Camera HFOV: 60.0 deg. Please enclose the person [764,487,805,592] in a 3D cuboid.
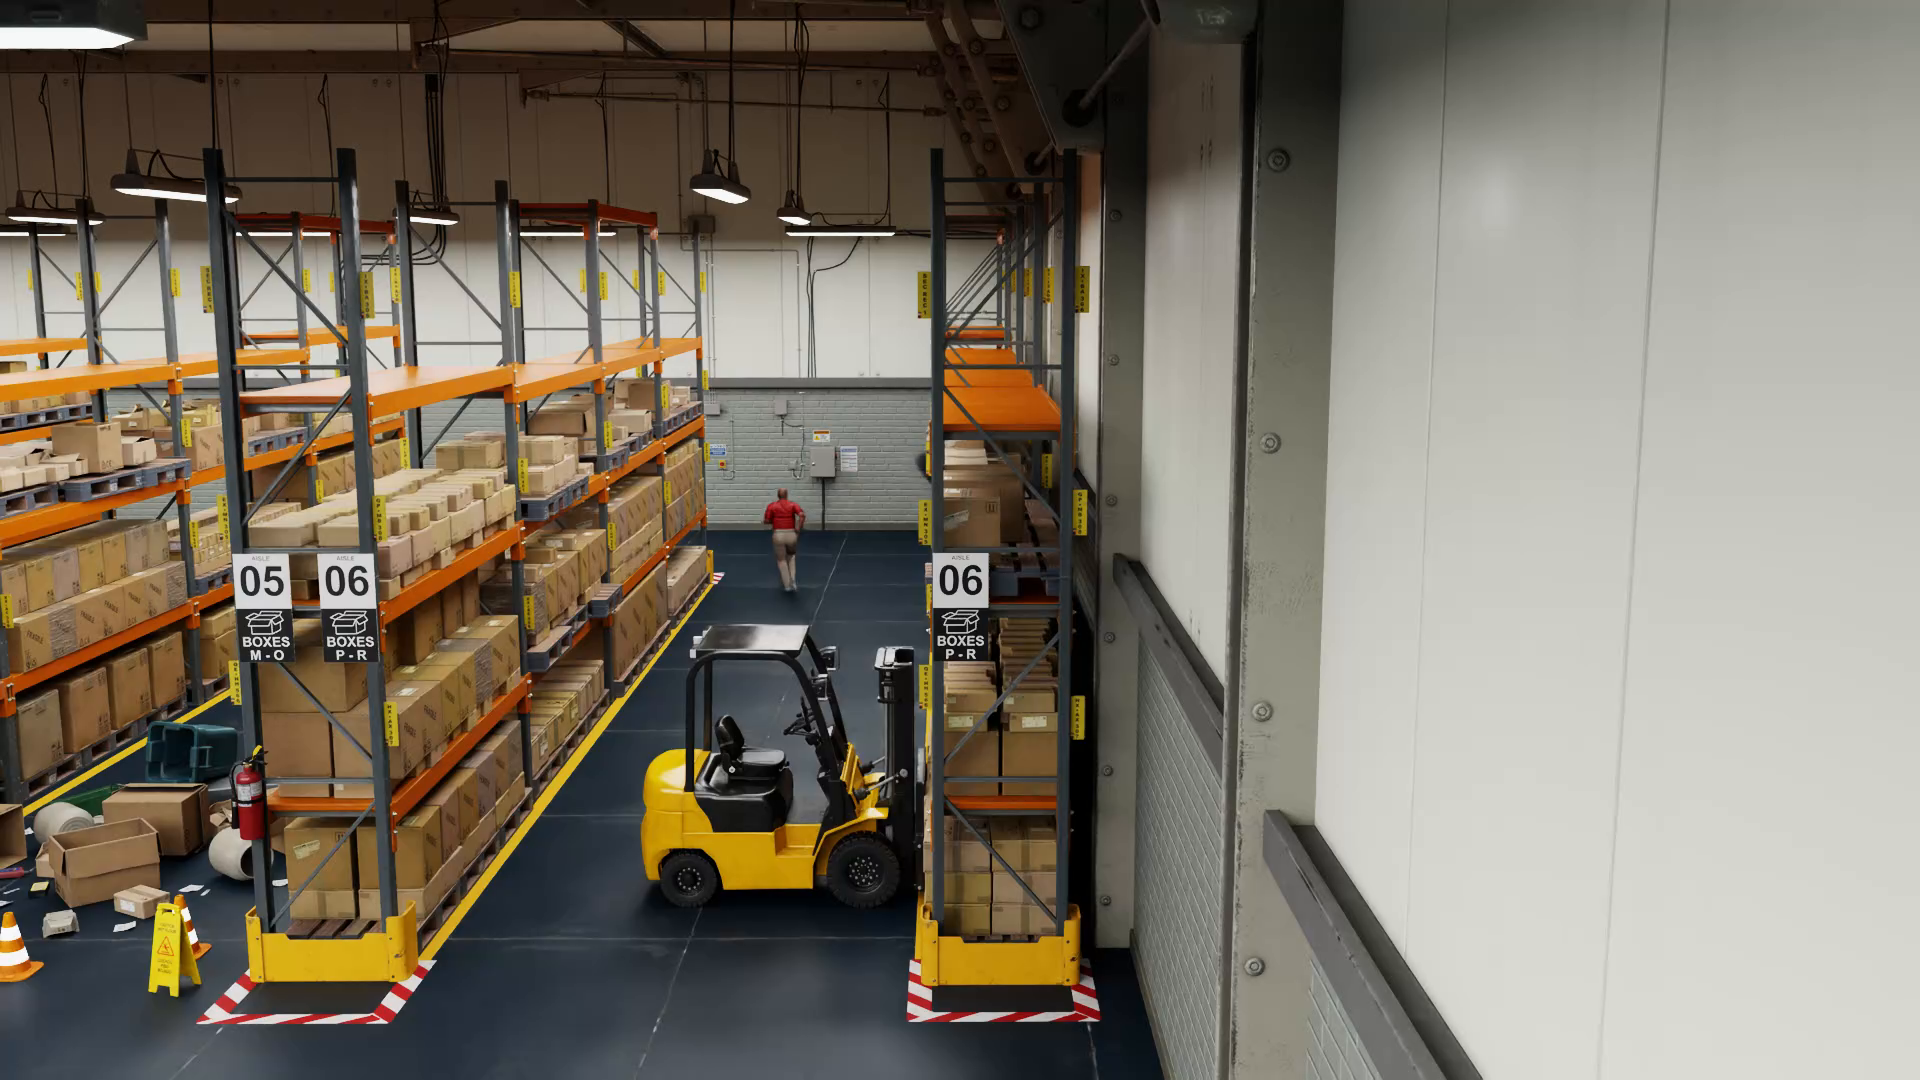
[{"bbox_3d":[-2.857,0.025,27.029,0.641,1.762,0.795,-2,9,-14],"label":"person"}]
